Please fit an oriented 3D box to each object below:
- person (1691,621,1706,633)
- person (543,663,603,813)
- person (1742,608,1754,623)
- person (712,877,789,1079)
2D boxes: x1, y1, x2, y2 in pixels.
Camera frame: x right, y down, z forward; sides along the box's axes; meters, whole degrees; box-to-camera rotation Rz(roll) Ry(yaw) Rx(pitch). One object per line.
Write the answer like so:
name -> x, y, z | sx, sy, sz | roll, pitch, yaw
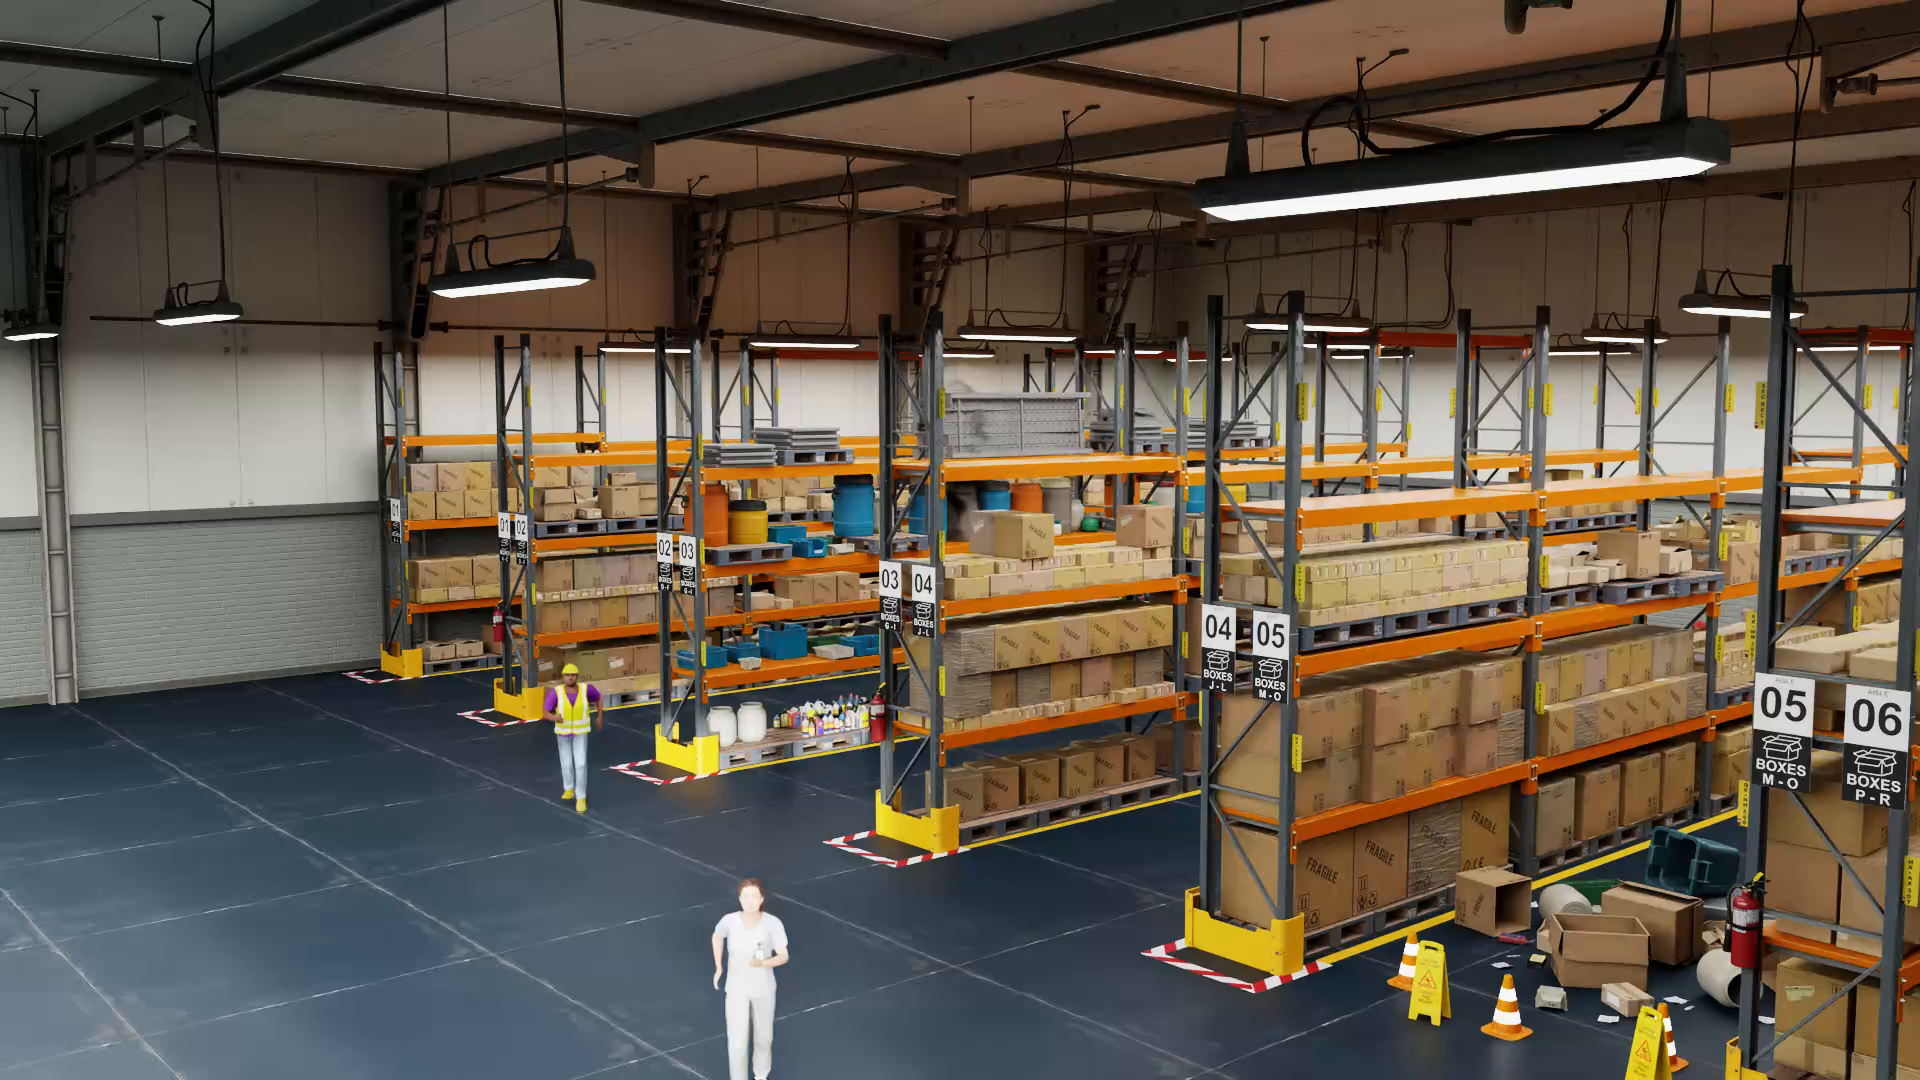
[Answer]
person -> 10.736, 2.071, 24.277 | 0.647, 1.780, 0.638 | -5, 7, -42
person -> -4.775, 2.426, 20.528 | 0.717, 1.838, 0.775 | -1, 5, -10
person -> 12.110, 1.935, 25.622 | 1.059, 1.774, 0.725 | -4, 7, -40
person -> -1.491, 3.243, 11.844 | 0.541, 1.715, 0.830 | -1, 5, -7
